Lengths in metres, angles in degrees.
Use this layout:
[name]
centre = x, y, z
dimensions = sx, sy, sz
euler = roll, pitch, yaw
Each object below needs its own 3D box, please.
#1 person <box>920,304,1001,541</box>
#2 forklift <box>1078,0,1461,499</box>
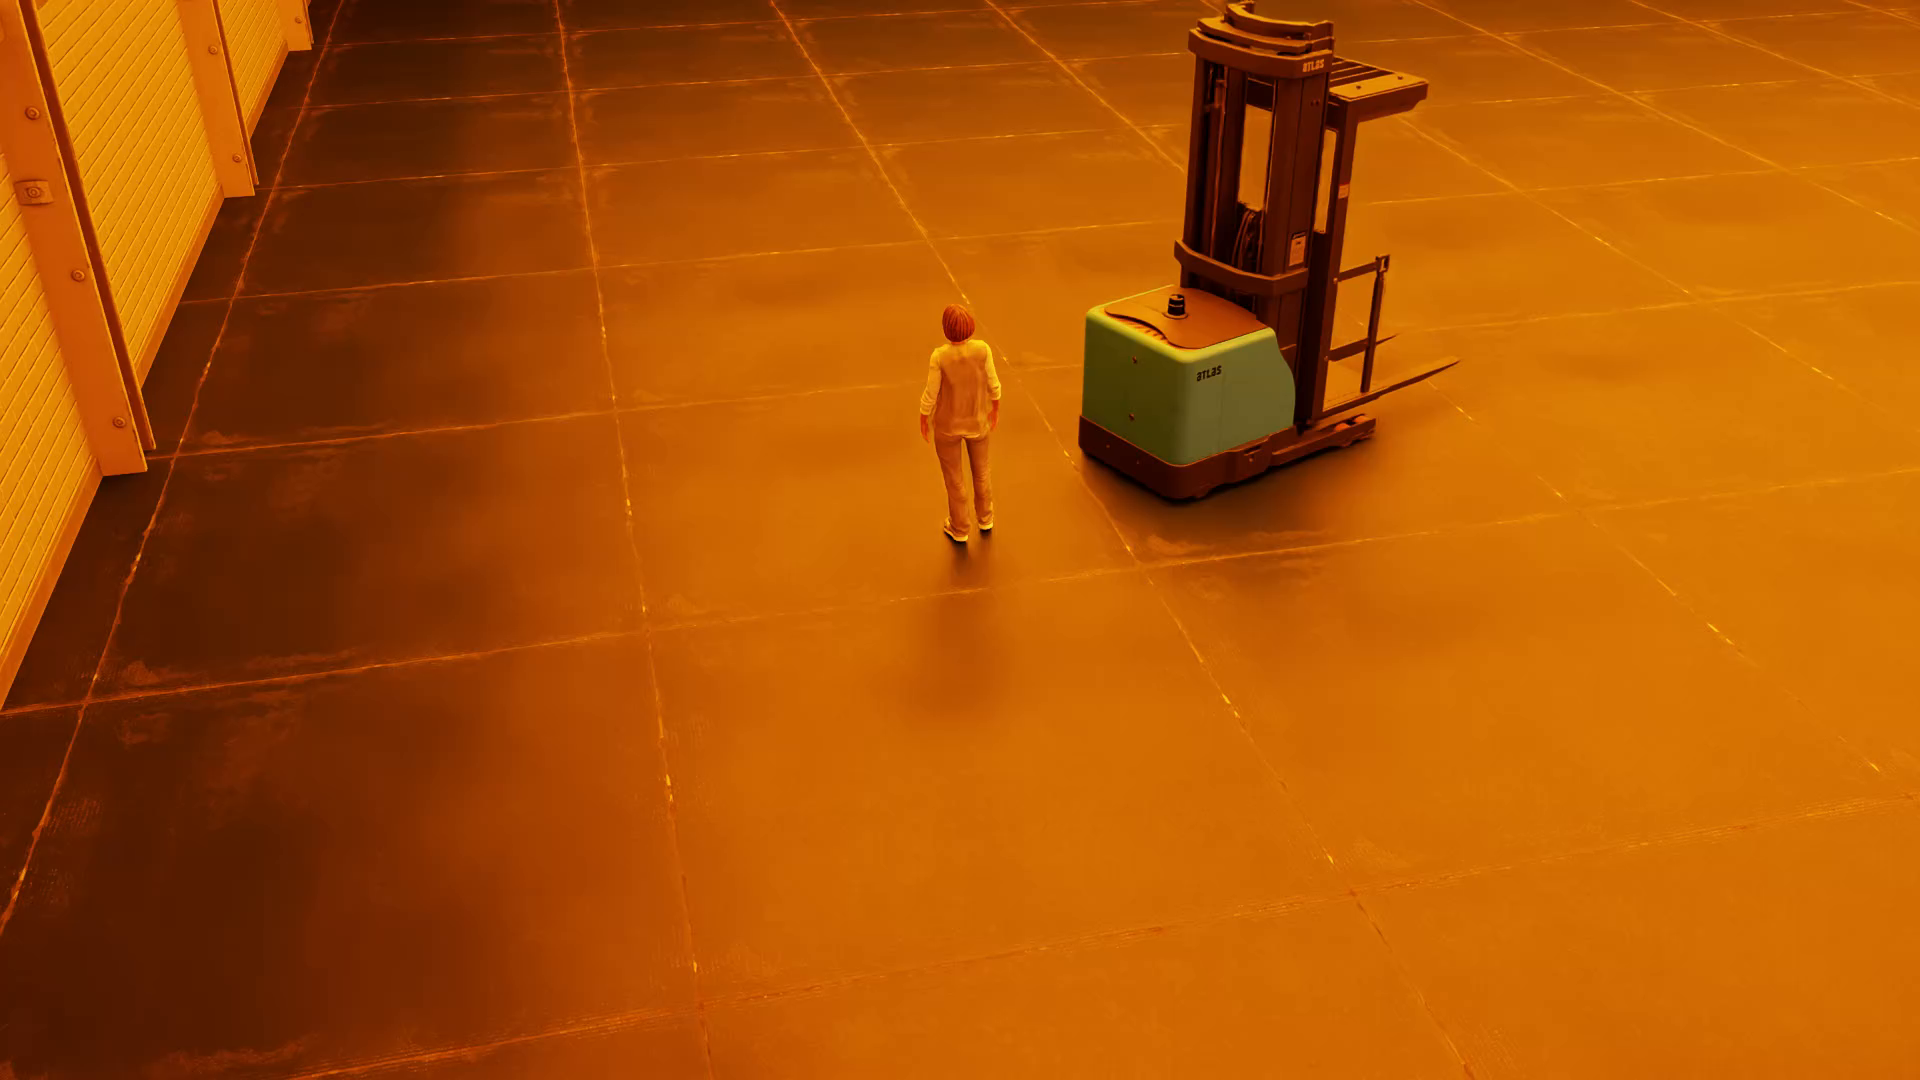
[person]
centre = -0.004, -0.735, 10.162
dimensions = 0.521, 1.599, 0.473
euler = -7, 31, -12
[forklift]
centre = 2.309, -2.110, 11.219
dimensions = 3.031, 2.935, 1.130
euler = -20, 36, -31
